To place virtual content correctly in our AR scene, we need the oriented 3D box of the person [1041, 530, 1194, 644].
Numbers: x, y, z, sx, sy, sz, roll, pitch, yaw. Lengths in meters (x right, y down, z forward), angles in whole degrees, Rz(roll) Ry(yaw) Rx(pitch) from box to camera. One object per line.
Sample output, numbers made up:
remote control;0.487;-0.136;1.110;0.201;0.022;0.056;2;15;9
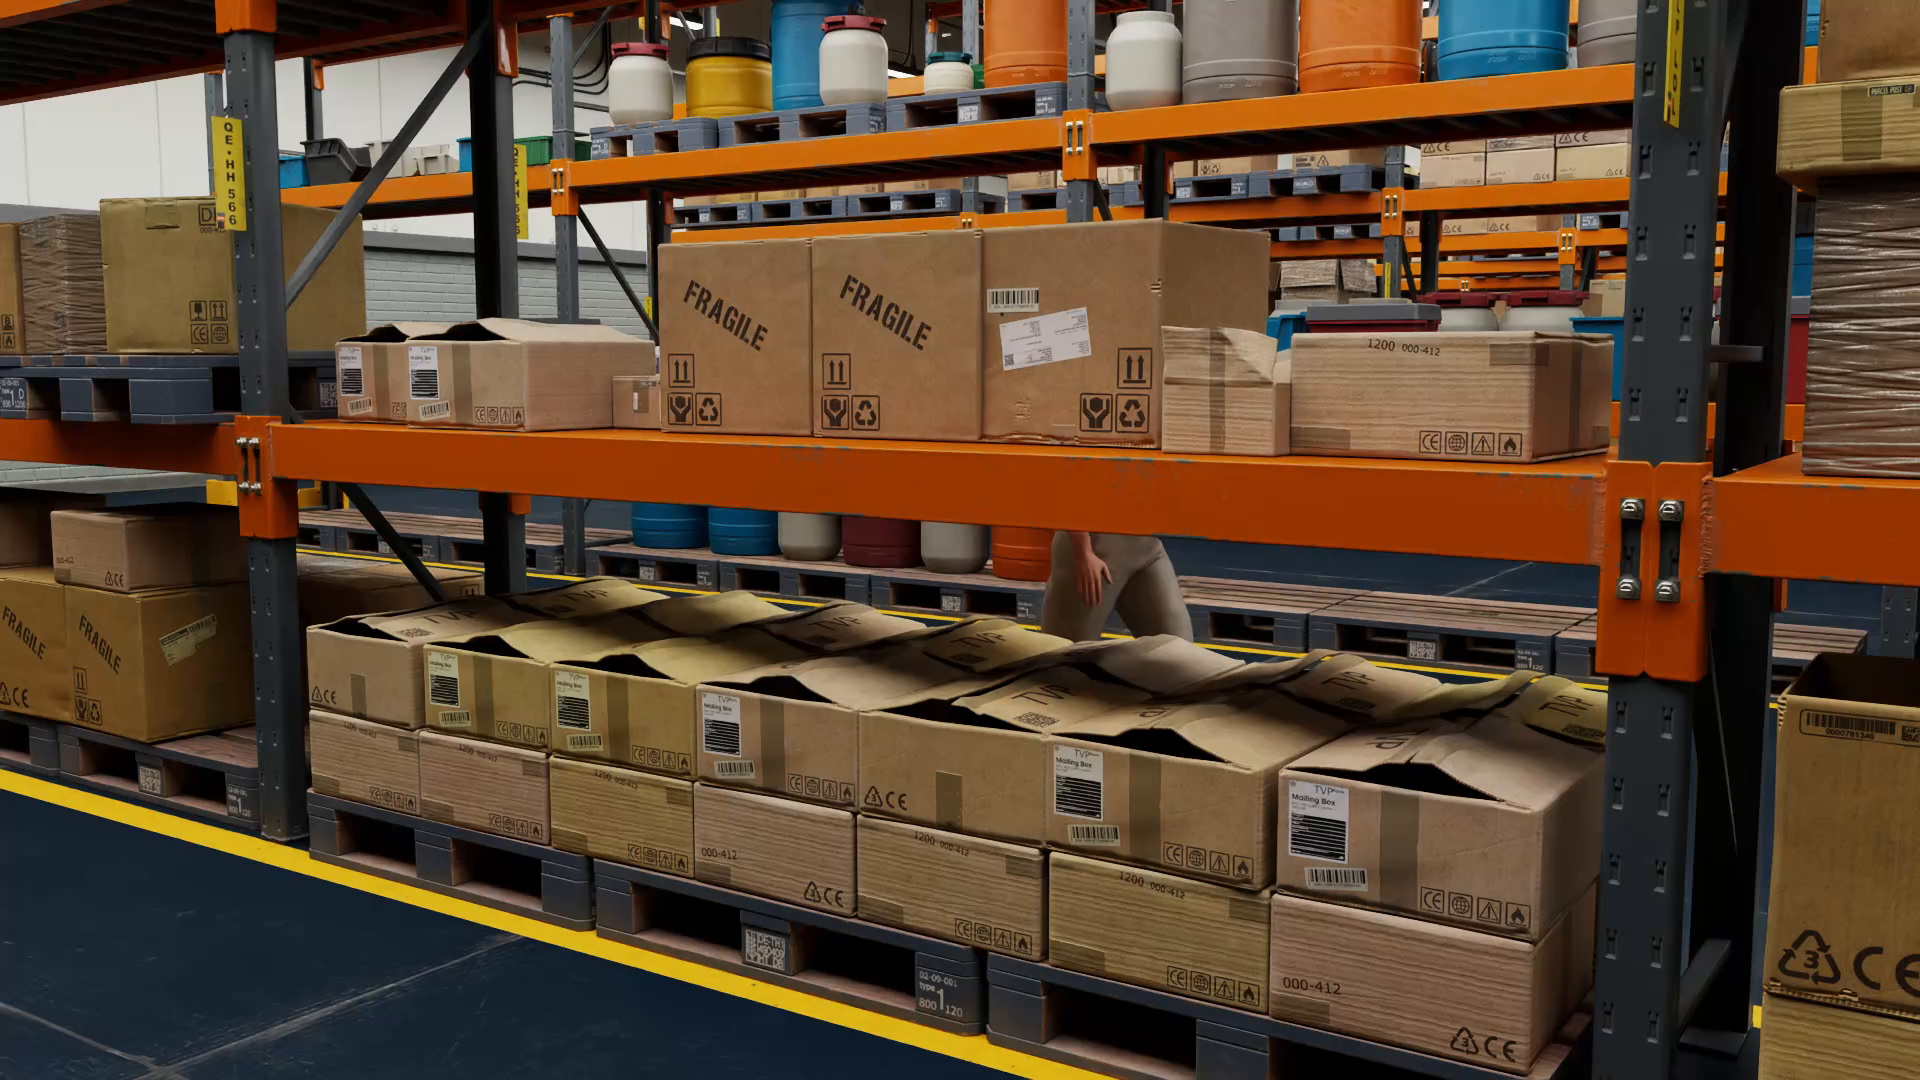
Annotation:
person;0.570;0.067;5.682;0.901;1.609;0.553;4;8;35
